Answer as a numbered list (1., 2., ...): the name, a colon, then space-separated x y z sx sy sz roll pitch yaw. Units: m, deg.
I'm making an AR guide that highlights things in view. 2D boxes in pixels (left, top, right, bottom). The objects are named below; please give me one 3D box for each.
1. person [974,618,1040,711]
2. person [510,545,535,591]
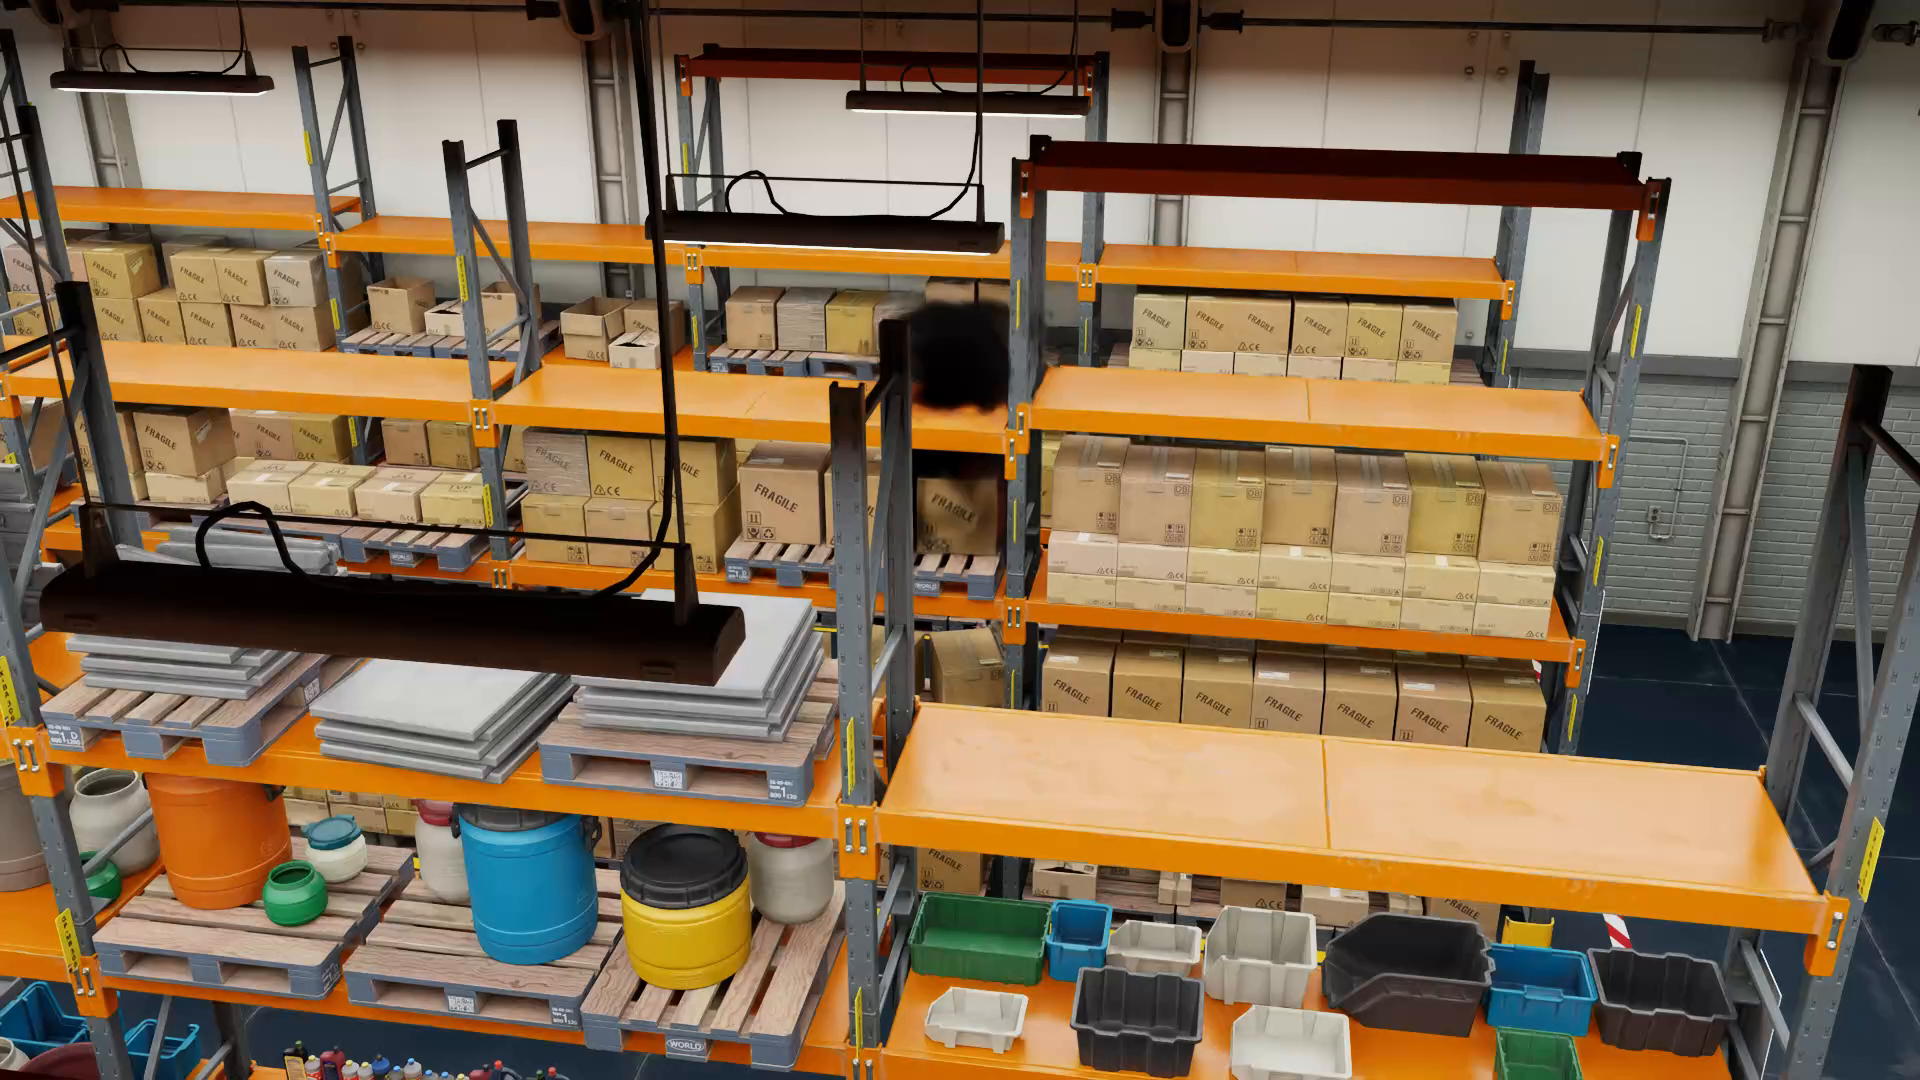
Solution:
1. person: 0.389 1.053 15.740 0.809 1.662 0.671 -4 23 -10
2. person: -4.430 0.620 16.759 0.765 1.833 0.616 -8 24 -18
